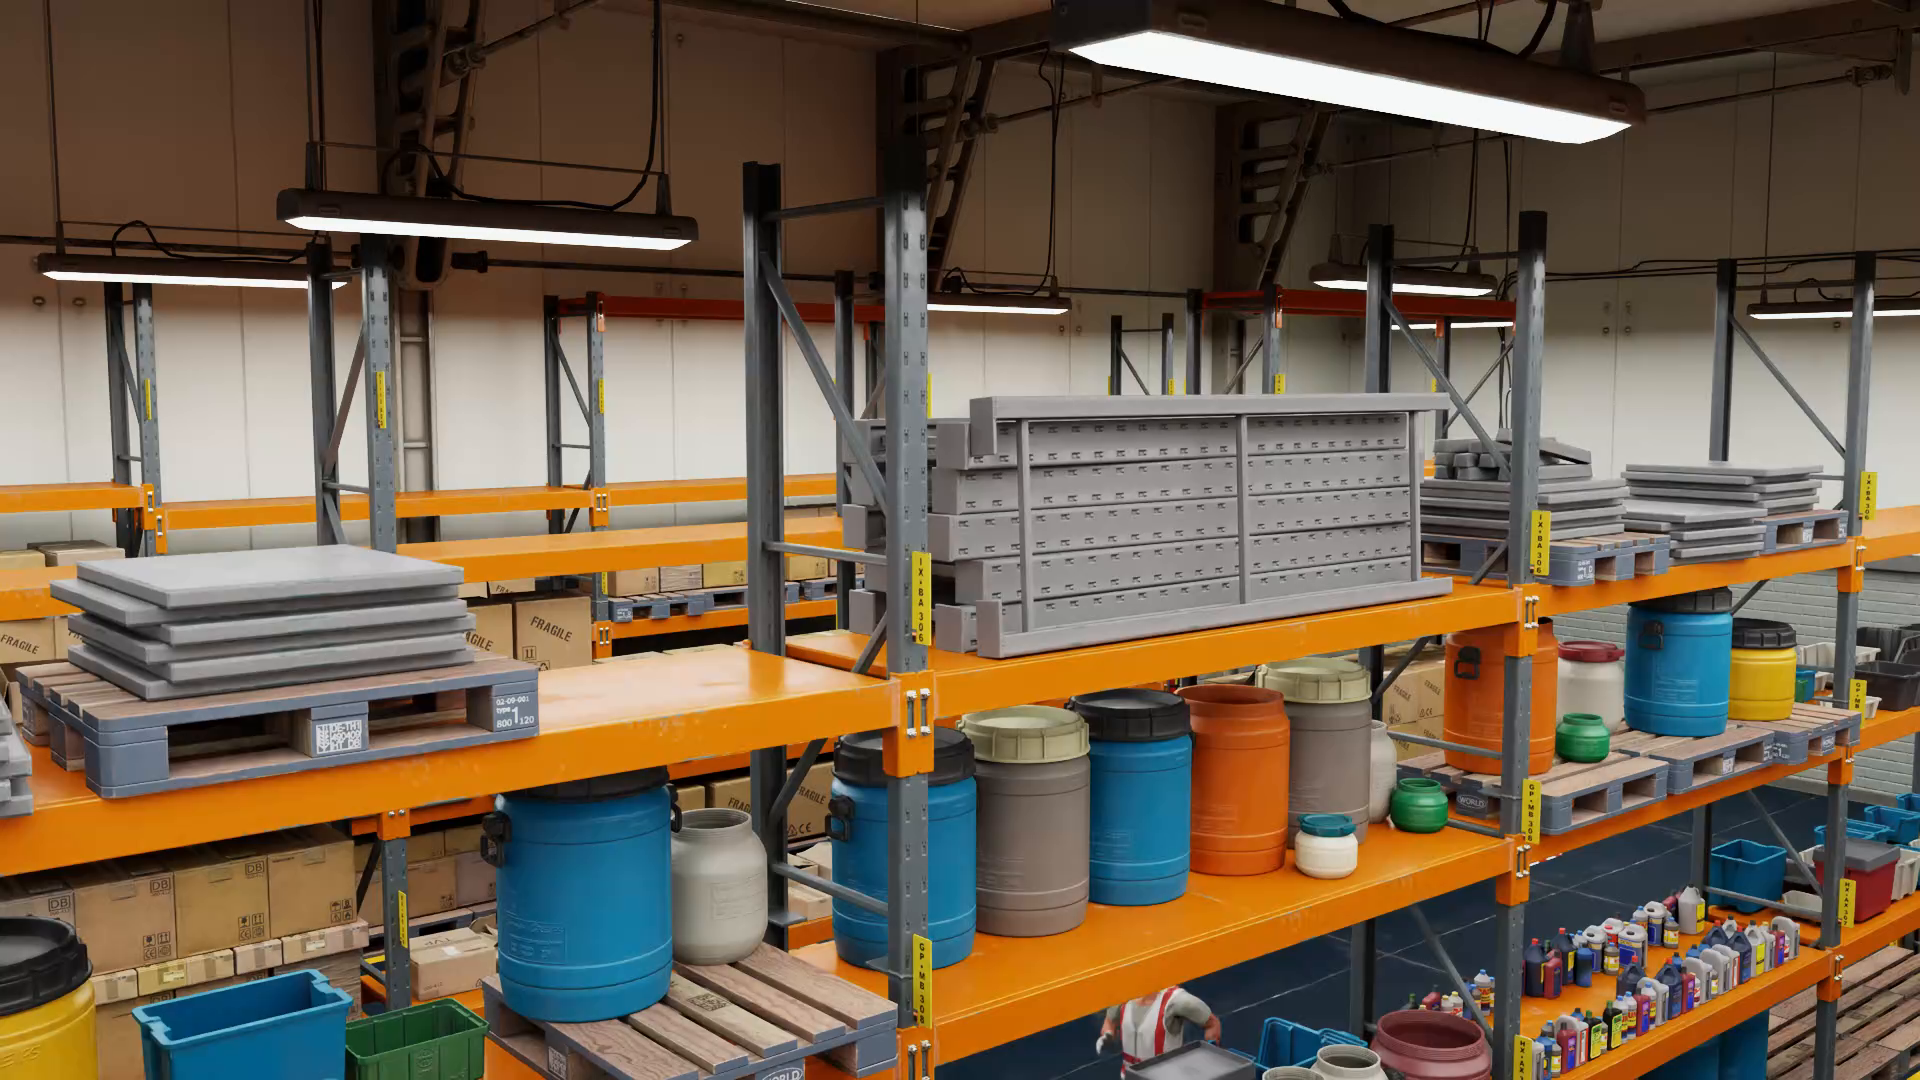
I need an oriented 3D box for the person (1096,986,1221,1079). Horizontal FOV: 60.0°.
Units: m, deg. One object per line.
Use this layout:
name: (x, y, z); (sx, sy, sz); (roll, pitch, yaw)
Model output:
person: (1.140, 3.314, 10.026); (0.775, 1.852, 0.664); (-5, 7, -40)
